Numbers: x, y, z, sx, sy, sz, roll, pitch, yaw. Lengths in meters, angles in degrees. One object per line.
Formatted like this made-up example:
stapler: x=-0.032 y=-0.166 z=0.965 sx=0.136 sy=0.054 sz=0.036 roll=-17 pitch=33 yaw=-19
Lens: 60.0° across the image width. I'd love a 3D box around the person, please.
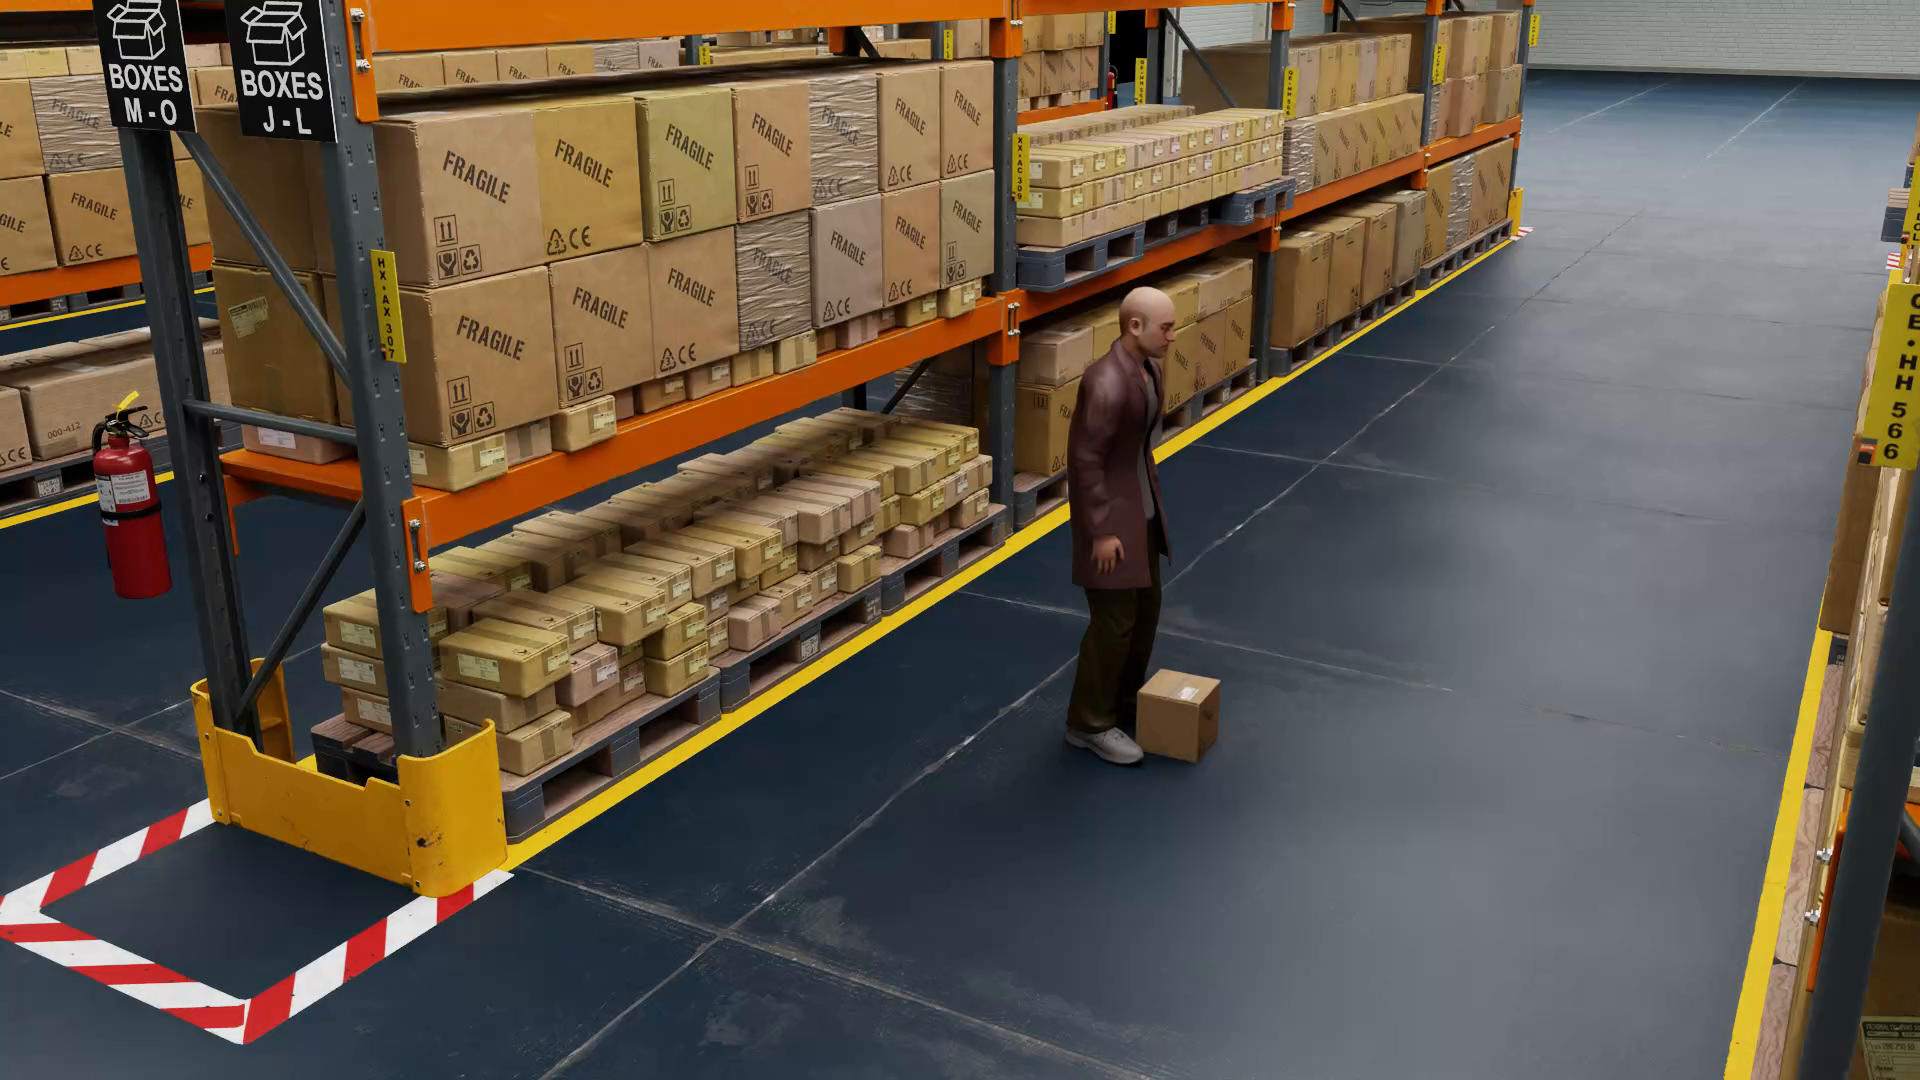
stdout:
person: x=0.624 y=-0.080 z=6.322 sx=0.428 sy=1.772 sz=0.642 roll=9 pitch=21 yaw=25
